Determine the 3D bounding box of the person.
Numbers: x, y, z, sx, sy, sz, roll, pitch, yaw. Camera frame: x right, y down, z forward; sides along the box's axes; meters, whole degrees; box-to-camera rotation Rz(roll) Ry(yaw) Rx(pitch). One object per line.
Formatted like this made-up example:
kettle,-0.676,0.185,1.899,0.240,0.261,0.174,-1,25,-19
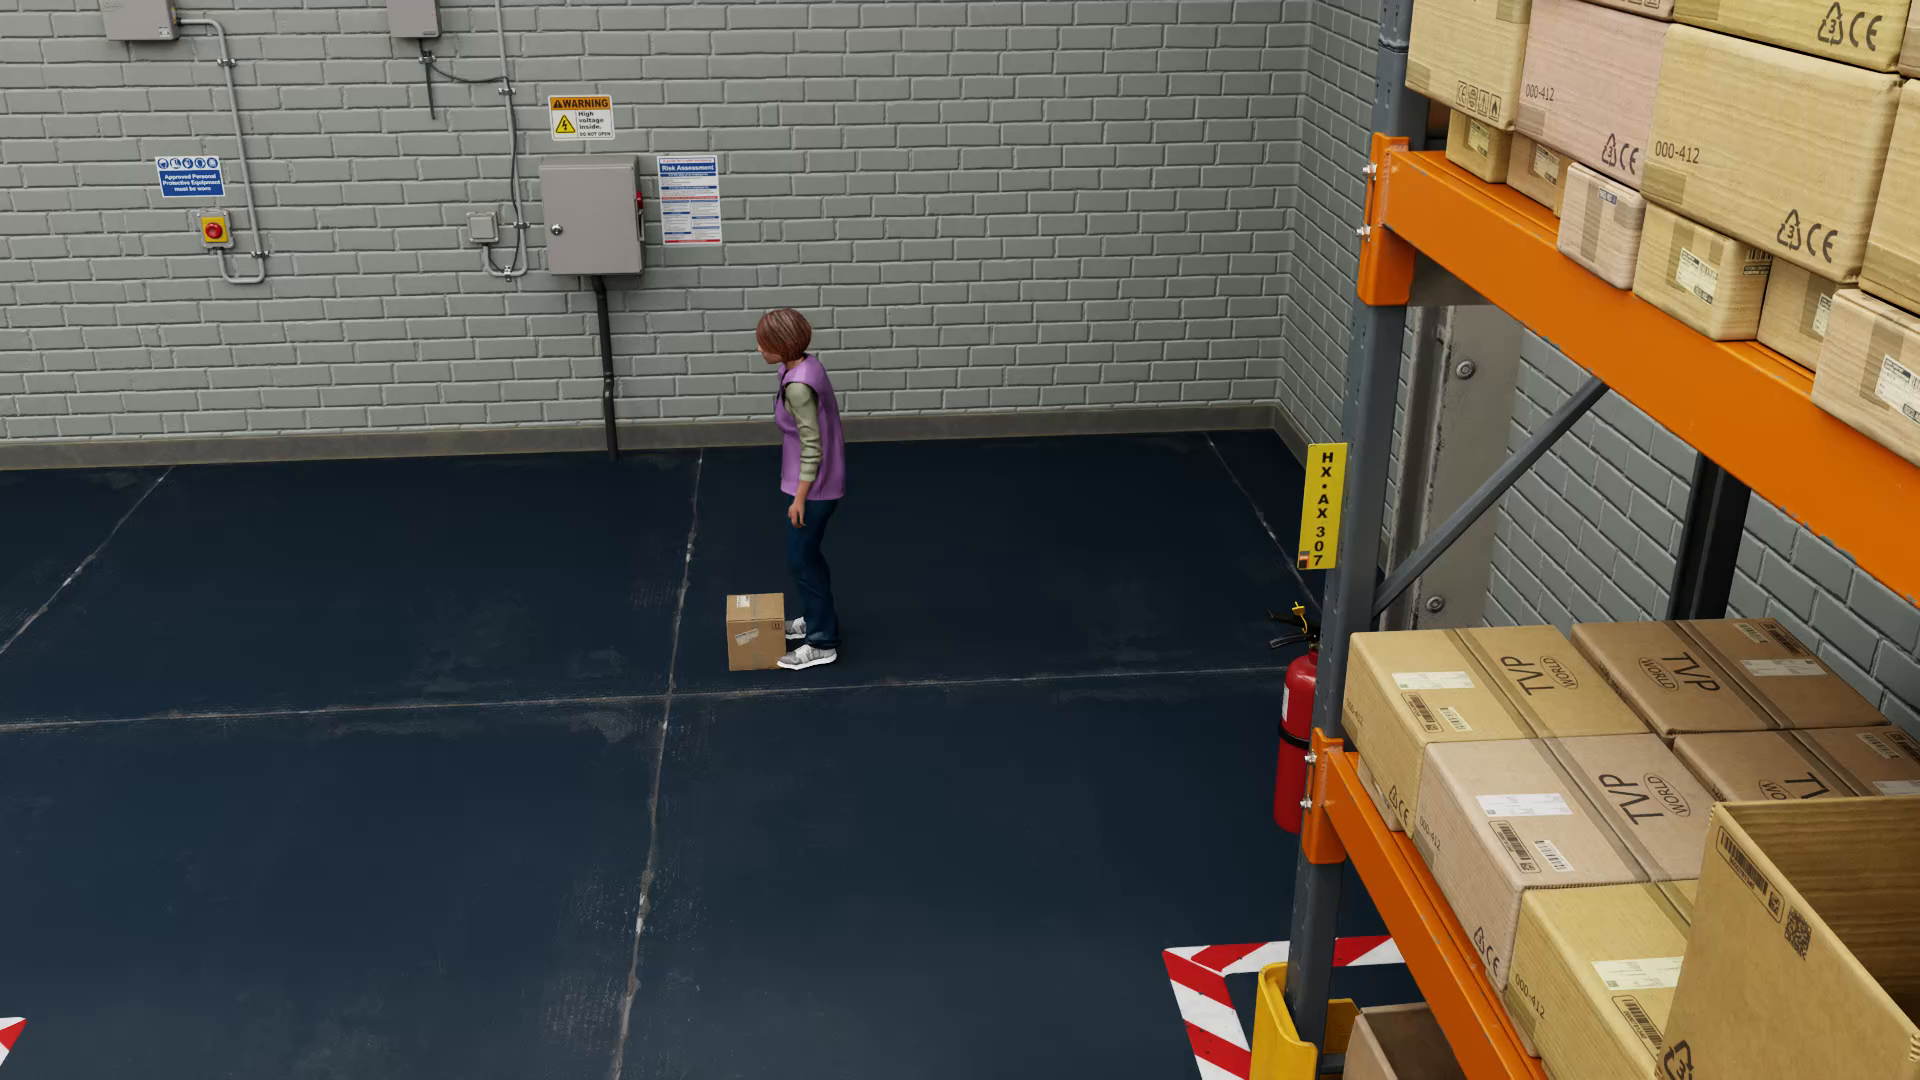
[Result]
person,-0.662,-0.221,7.111,0.347,1.592,0.465,-2,24,-5
